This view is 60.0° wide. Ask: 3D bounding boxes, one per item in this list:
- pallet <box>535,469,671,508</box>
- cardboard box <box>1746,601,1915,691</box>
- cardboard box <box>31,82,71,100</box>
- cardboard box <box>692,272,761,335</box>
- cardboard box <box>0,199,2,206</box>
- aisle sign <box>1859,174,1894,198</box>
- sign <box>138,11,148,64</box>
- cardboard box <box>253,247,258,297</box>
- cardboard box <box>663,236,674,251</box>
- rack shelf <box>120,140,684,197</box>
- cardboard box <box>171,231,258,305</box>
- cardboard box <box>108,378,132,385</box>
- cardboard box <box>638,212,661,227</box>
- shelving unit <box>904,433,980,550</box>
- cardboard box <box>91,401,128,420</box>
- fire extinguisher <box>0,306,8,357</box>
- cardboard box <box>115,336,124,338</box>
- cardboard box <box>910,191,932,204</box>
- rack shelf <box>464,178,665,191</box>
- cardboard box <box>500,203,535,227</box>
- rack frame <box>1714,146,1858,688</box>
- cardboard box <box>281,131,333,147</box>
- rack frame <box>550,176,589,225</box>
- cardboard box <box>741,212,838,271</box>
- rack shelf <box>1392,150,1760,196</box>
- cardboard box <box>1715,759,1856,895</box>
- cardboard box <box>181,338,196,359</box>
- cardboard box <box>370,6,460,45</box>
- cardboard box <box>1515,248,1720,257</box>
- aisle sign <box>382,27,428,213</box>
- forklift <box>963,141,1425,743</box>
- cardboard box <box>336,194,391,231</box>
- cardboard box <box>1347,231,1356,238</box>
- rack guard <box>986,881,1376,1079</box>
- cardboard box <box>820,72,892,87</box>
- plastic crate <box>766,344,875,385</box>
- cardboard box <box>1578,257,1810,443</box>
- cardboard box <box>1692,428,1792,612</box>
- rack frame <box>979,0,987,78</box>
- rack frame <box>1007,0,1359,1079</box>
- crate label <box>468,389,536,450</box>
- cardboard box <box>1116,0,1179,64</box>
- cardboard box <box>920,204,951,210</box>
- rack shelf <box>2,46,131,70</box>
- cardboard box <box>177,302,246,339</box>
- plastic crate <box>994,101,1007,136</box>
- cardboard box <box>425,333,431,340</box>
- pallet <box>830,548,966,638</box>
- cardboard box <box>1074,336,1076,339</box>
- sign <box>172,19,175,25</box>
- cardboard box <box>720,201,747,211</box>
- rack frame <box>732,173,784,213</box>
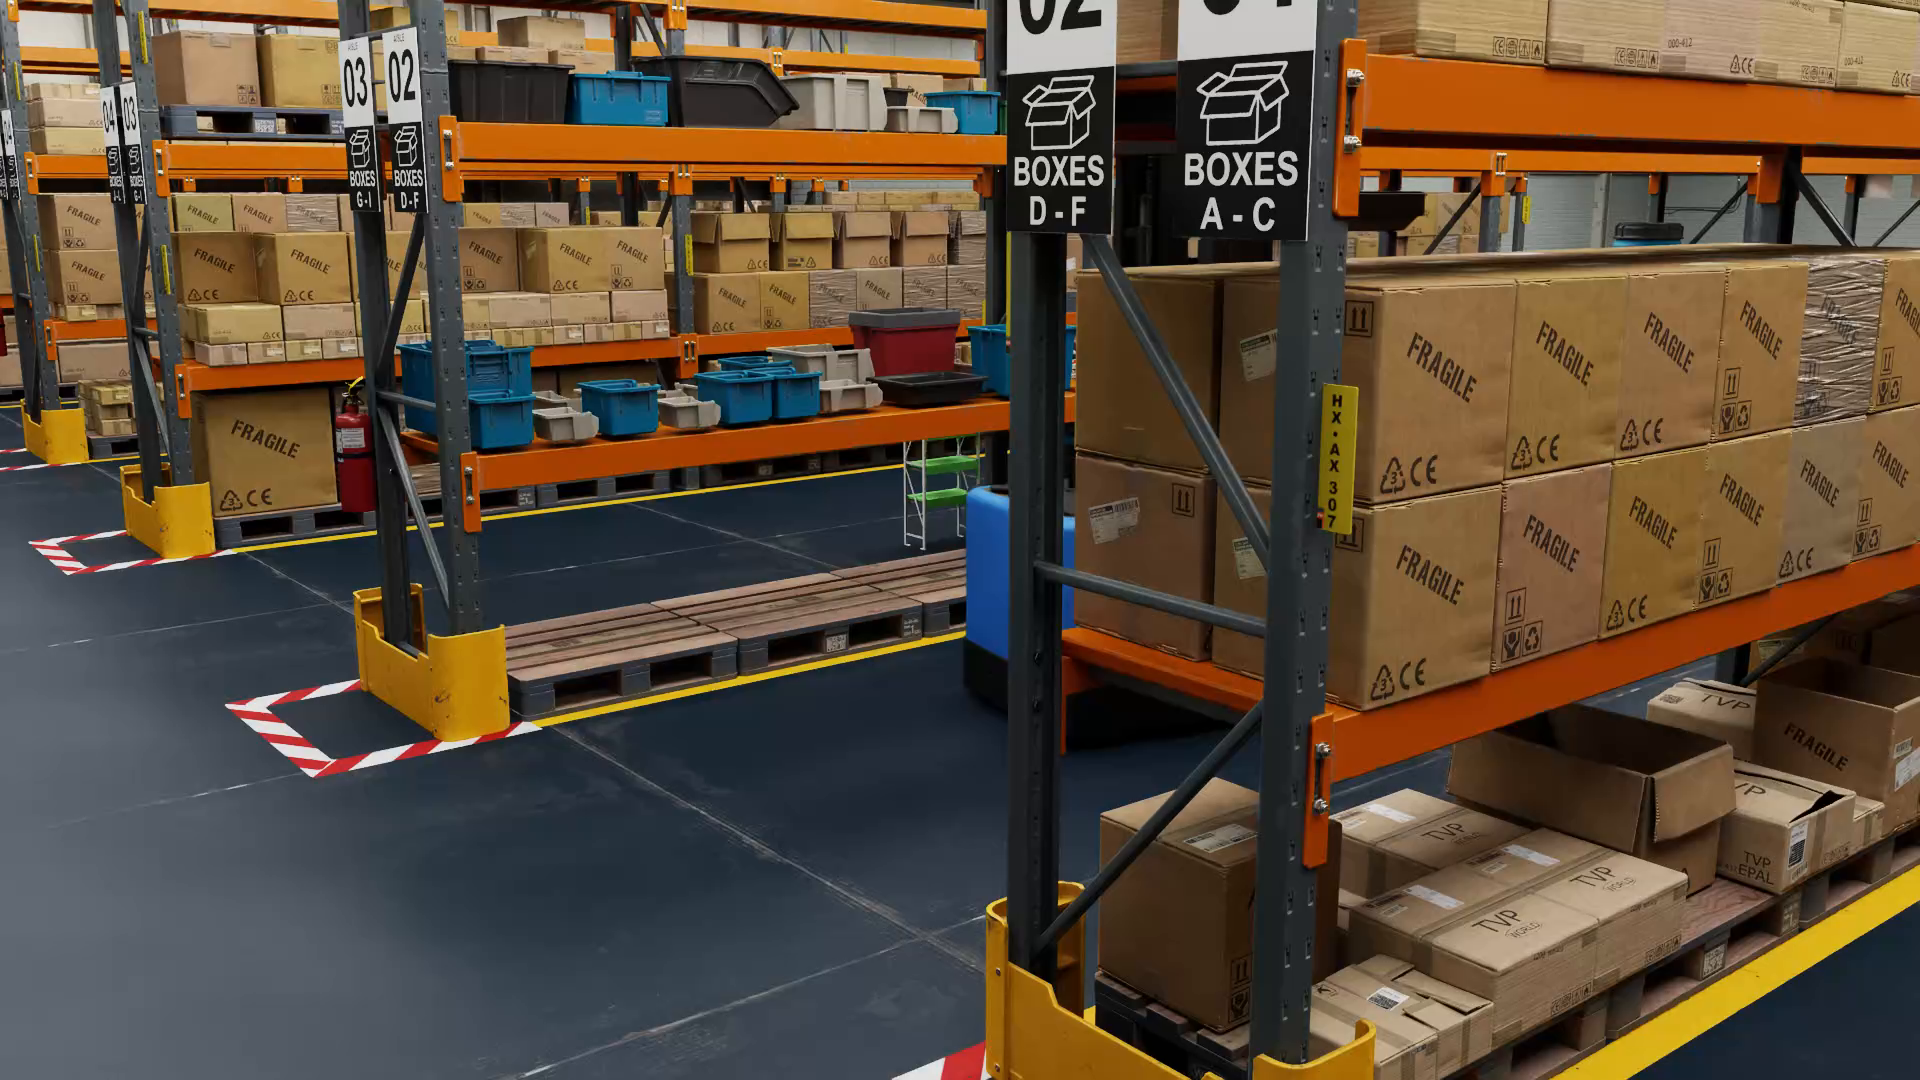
[{"bbox_3d":[-3.216,-0.519,14.064,1.213,0.211,1.003,-9,15,-38],"label":"pallet"},{"bbox_3d":[3.819,0.535,7.345,0.500,0.500,0.500,-10,15,-38],"label":"cardboard box"},{"bbox_3d":[-8.321,-4.106,15.220,0.250,0.149,0.380,-10,15,-38],"label":"cardboard box"},{"bbox_3d":[-2.058,-2.037,14.259,0.500,0.500,0.500,-9,15,-37],"label":"cardboard box"},{"bbox_3d":[-11.277,-3.959,19.343,0.250,0.149,0.380,-9,15,-36],"label":"cardboard box"},{"bbox_3d":[9.764,-4.051,17.727,0.004,0.787,0.394,-9,15,-38],"label":"aisle sign"},{"bbox_3d":[-5.355,-3.293,10.897,0.005,0.325,0.100,-9,15,-38],"label":"sign"},{"bbox_3d":[-7.007,-2.678,16.560,0.500,0.500,0.500,-10,16,-39],"label":"cardboard box"},{"bbox_3d":[-3.366,-3.409,19.124,0.250,0.149,0.380,-9,15,-38],"label":"cardboard box"},{"bbox_3d":[-4.135,-2.825,12.720,4.000,0.370,1.077,-9,15,-38],"label":"rack shelf"},{"bbox_3d":[-5.481,-1.995,12.140,0.500,0.500,0.500,-9,15,-37],"label":"cardboard box"},{"bbox_3d":[-8.229,-1.502,16.403,0.250,0.149,0.380,-9,15,-37],"label":"cardboard box"},{"bbox_3d":[-4.742,-4.585,24.530,0.500,0.500,0.500,-8,15,-35],"label":"cardboard box"},{"bbox_3d":[-0.129,-0.565,11.903,0.503,1.200,0.258,-9,15,-38],"label":"shelving unit"},{"bbox_3d":[-8.147,-1.250,15.931,0.250,0.149,0.380,-9,15,-35],"label":"cardboard box"},{"bbox_3d":[-9.201,-2.089,15.831,0.183,0.674,0.296,-9,15,-38],"label":"fire extinguisher"},{"bbox_3d":[-12.870,-3.088,25.302,0.250,0.149,0.380,-10,15,-38],"label":"cardboard box"},{"bbox_3d":[-0.867,-5.526,27.565,0.500,0.500,0.700,-10,15,-38],"label":"cardboard box"},{"bbox_3d":[-7.183,-6.275,28.968,4.000,0.370,1.077,-9,15,-38],"label":"rack shelf"},{"bbox_3d":[-6.277,-4.456,23.243,0.500,0.500,0.500,-9,15,-37],"label":"cardboard box"},{"bbox_3d":[3.612,-0.362,6.610,0.127,3.000,1.000,-9,15,-38],"label":"rack frame"},{"bbox_3d":[-6.601,-3.944,16.620,0.500,0.250,0.500,-10,15,-38],"label":"cardboard box"},{"bbox_3d":[-5.641,-4.095,24.193,0.127,3.000,1.000,-9,15,-38],"label":"rack frame"},{"bbox_3d":[-1.537,-2.680,14.872,0.637,0.503,0.797,-9,15,-37],"label":"cardboard box"},{"bbox_3d":[5.206,-3.059,13.826,4.000,0.370,1.077,-9,15,-38],"label":"rack shelf"},{"bbox_3d":[2.759,0.956,5.821,0.500,0.311,0.500,-9,15,-38],"label":"cardboard box"},{"bbox_3d":[-5.624,-1.427,12.230,0.250,0.149,0.380,-9,15,-37],"label":"cardboard box"},{"bbox_3d":[-4.113,-3.848,12.508,0.500,0.250,0.500,-10,16,-39],"label":"cardboard box"},{"bbox_3d":[2.264,-0.750,5.794,0.500,0.500,0.500,-10,16,-39],"label":"cardboard box"},{"bbox_3d":[-2.473,-1.861,7.411,0.004,0.787,0.394,-9,15,-38],"label":"aisle sign"},{"bbox_3d":[1.568,-0.696,8.348,3.031,2.935,1.130,-6,13,-26],"label":"forklift"},{"bbox_3d":[-6.191,-3.297,17.071,0.500,0.500,0.500,-10,16,-39],"label":"cardboard box"},{"bbox_3d":[4.184,-3.708,19.004,0.500,0.500,0.500,-9,15,-38],"label":"cardboard box"},{"bbox_3d":[0.548,1.370,4.472,0.348,0.500,1.175,-9,15,-38],"label":"rack guard"},{"bbox_3d":[-1.032,-3.943,14.993,0.637,0.503,0.797,-10,15,-38],"label":"cardboard box"},{"bbox_3d":[-0.787,-0.969,9.610,0.530,0.282,0.437,-9,15,-38],"label":"plastic crate"},{"bbox_3d":[2.193,-0.595,5.060,0.500,0.500,0.500,-10,15,-38],"label":"cardboard box"},{"bbox_3d":[2.185,-0.103,5.153,0.500,0.500,0.500,-9,15,-37],"label":"cardboard box"},{"bbox_3d":[0.550,-5.422,16.001,0.127,3.000,1.000,-9,15,-38],"label":"rack frame"},{"bbox_3d":[0.489,0.157,4.166,0.127,3.000,1.000,-9,15,-38],"label":"rack frame"},{"bbox_3d":[-2.204,-0.573,7.862,0.303,0.233,0.416,-9,15,-38],"label":"crate label"},{"bbox_3d":[0.725,-1.346,4.385,0.500,0.250,0.500,-9,15,-38],"label":"cardboard box"},{"bbox_3d":[-0.525,-4.165,21.872,0.500,0.500,0.700,-9,15,-37],"label":"cardboard box"},{"bbox_3d":[-10.326,-5.704,20.020,4.000,0.370,1.077,-9,15,-38],"label":"rack shelf"},{"bbox_3d":[-5.484,-1.628,12.219,0.500,0.250,0.500,-10,15,-39],"label":"cardboard box"},{"bbox_3d":[0.379,-2.425,9.617,0.662,0.188,0.450,-9,15,-38],"label":"plastic crate"},{"bbox_3d":[-4.013,-1.519,12.667,0.250,0.149,0.380,-10,16,-39],"label":"cardboard box"},{"bbox_3d":[-0.029,0.300,10.207,1.213,0.211,1.003,-9,15,-38],"label":"pallet"},{"bbox_3d":[1.462,-2.009,17.524,0.500,0.250,0.500,-7,14,-31],"label":"cardboard box"},{"bbox_3d":[-11.543,-7.721,24.384,0.005,0.325,0.100,-9,15,-38],"label":"sign"},{"bbox_3d":[-3.466,-5.104,25.414,0.250,0.149,0.380,-10,16,-40],"label":"cardboard box"},{"bbox_3d":[-2.470,-3.305,20.474,0.127,3.000,1.000,-9,15,-38],"label":"rack frame"}]
